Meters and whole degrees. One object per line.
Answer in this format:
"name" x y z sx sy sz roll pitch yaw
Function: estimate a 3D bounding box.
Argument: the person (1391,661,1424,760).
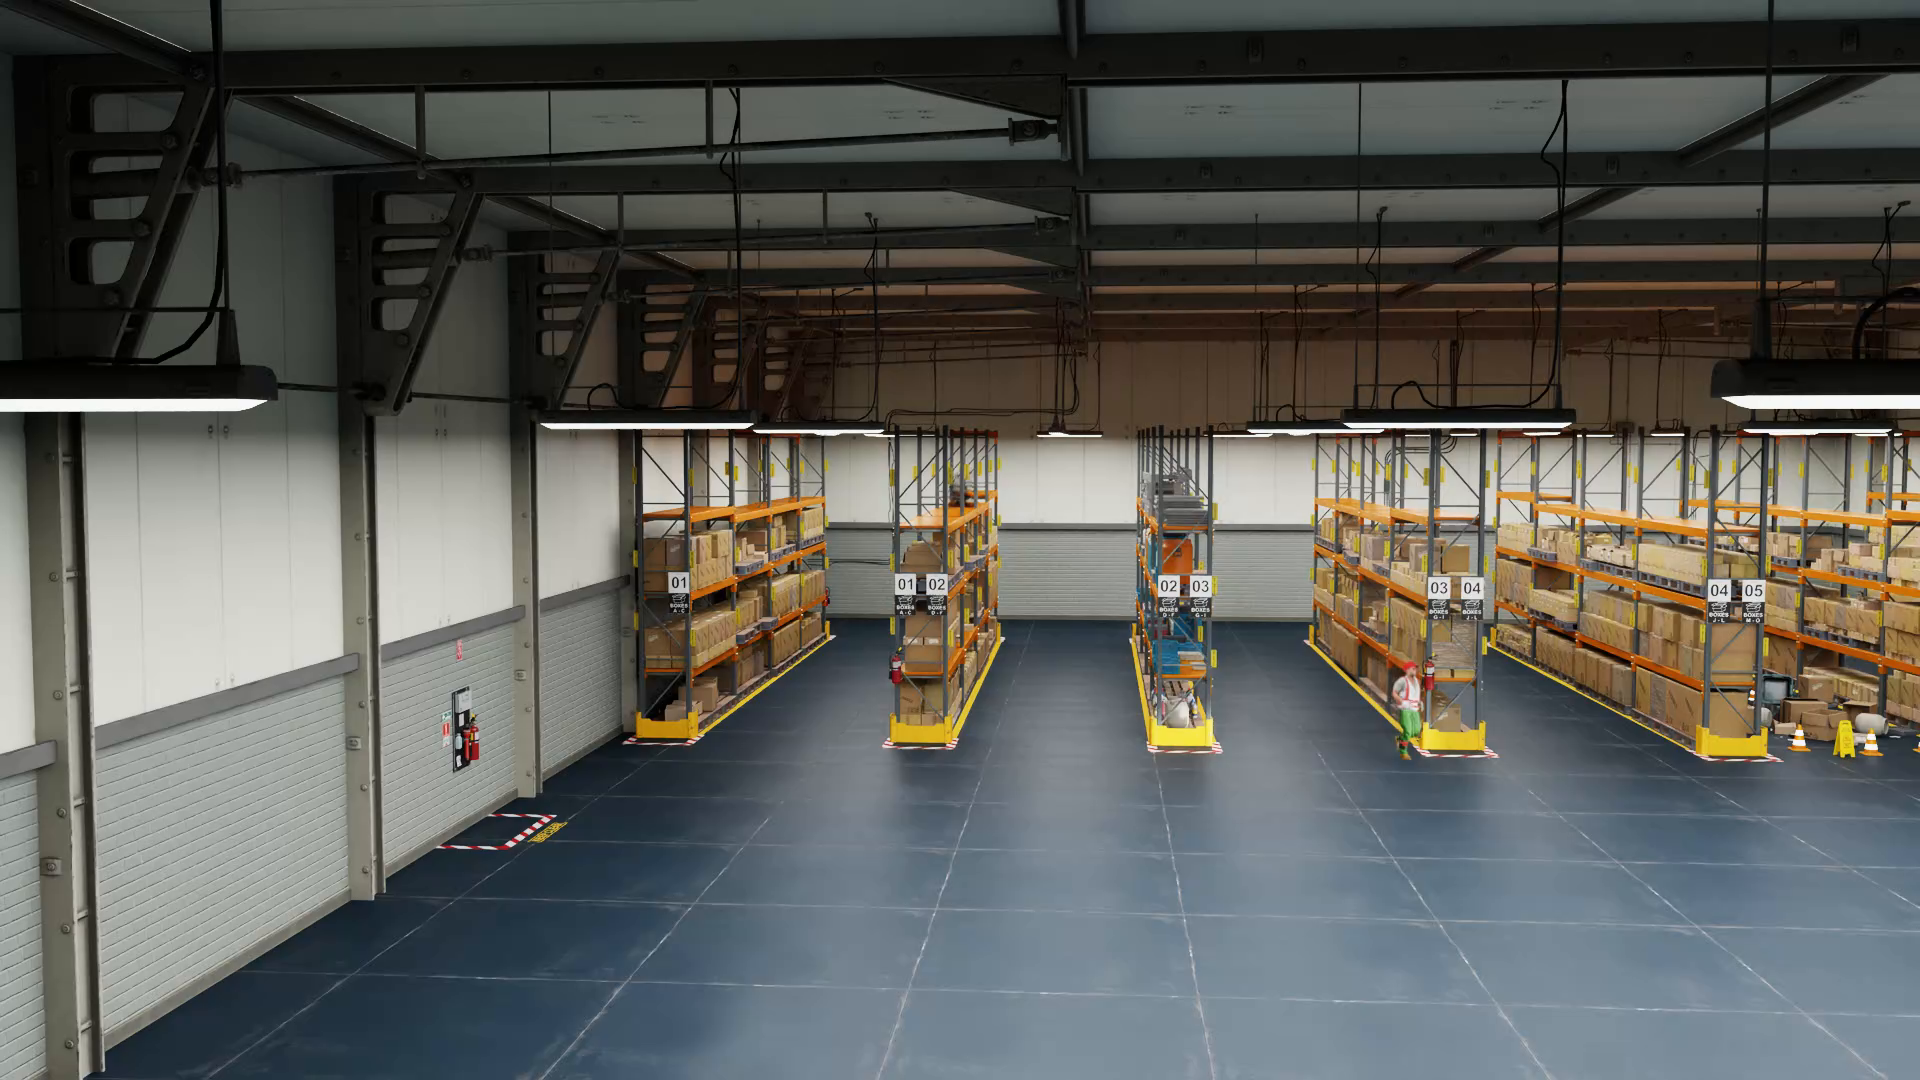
"person" 8.080 3.064 30.002 0.706 1.754 0.607 -2 4 -26

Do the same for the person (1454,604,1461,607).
"person" 13.370 2.247 44.301 0.744 1.726 1.025 0 3 6
